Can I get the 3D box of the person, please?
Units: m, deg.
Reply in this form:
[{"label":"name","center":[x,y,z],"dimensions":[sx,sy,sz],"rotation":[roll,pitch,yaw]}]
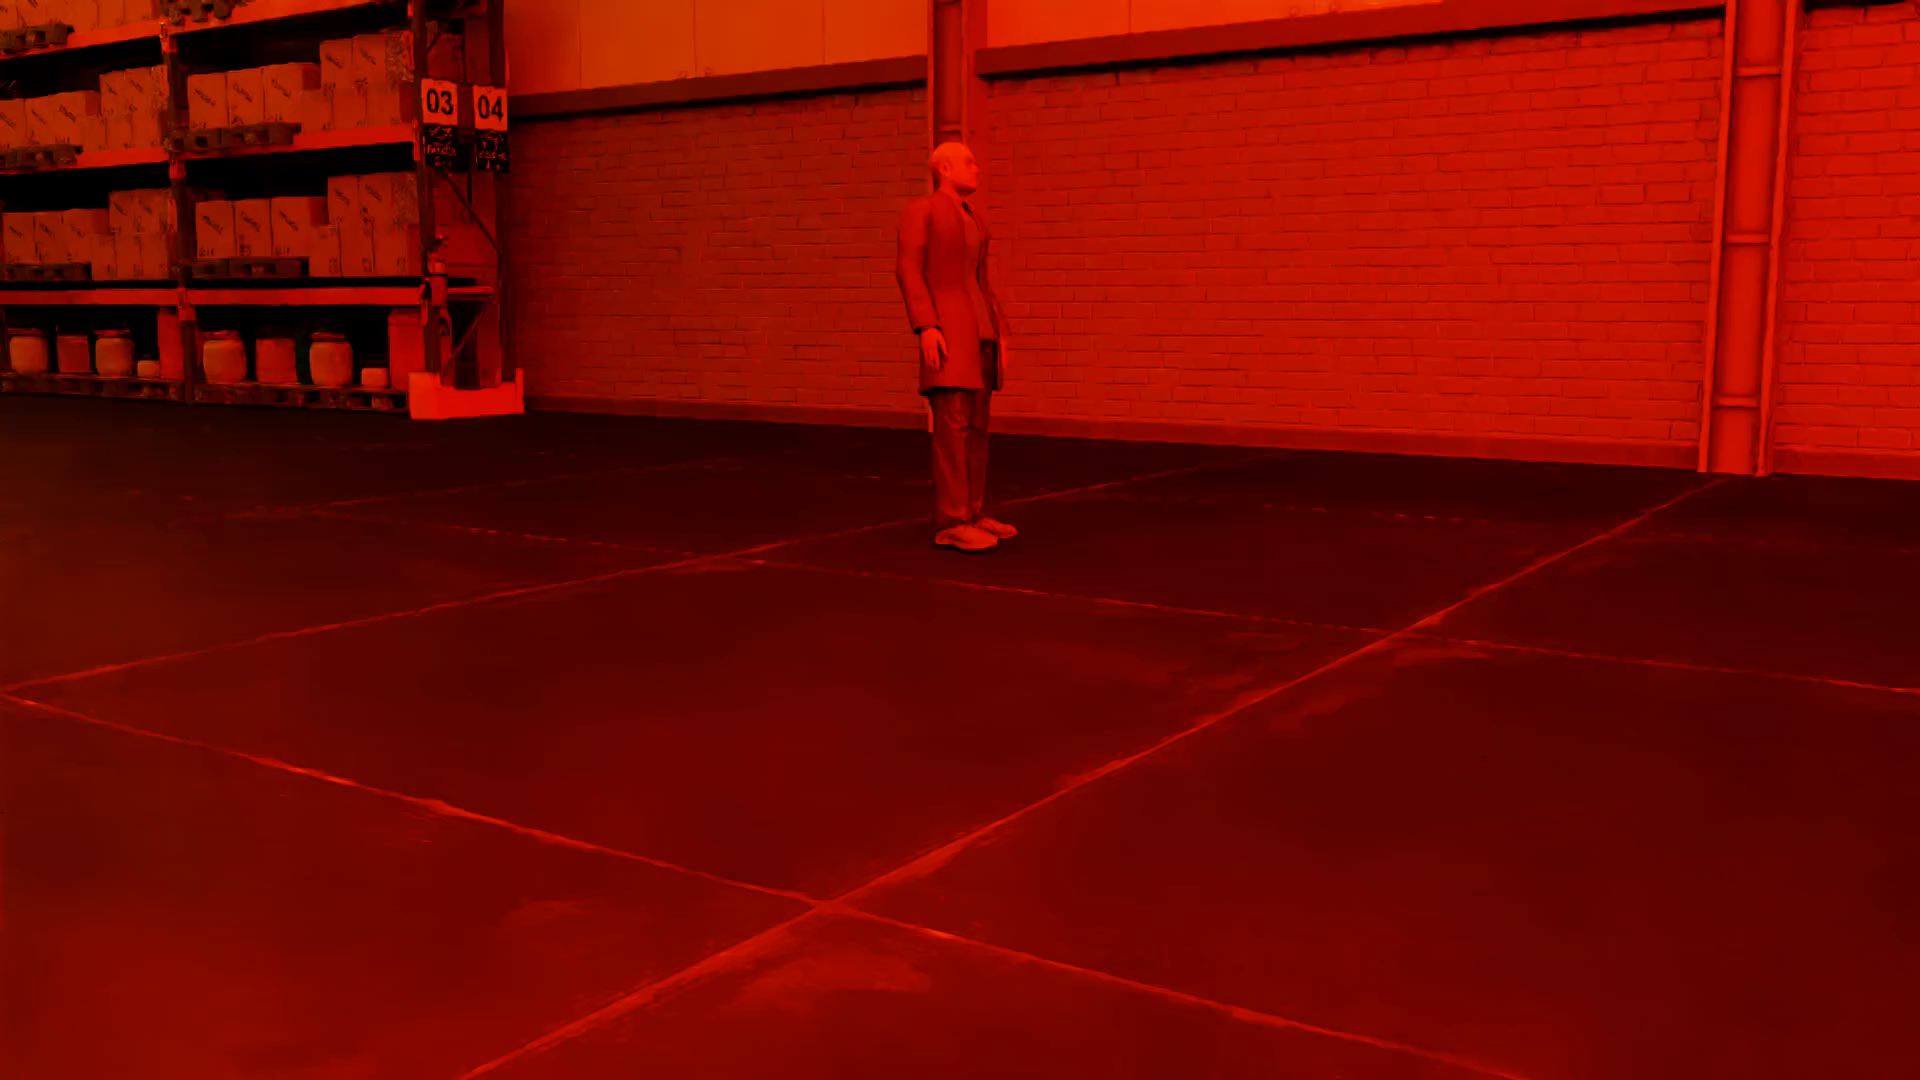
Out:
[{"label":"person","center":[0.076,-0.880,7.422],"dimensions":[0.575,1.776,0.694],"rotation":[5,10,34]}]
